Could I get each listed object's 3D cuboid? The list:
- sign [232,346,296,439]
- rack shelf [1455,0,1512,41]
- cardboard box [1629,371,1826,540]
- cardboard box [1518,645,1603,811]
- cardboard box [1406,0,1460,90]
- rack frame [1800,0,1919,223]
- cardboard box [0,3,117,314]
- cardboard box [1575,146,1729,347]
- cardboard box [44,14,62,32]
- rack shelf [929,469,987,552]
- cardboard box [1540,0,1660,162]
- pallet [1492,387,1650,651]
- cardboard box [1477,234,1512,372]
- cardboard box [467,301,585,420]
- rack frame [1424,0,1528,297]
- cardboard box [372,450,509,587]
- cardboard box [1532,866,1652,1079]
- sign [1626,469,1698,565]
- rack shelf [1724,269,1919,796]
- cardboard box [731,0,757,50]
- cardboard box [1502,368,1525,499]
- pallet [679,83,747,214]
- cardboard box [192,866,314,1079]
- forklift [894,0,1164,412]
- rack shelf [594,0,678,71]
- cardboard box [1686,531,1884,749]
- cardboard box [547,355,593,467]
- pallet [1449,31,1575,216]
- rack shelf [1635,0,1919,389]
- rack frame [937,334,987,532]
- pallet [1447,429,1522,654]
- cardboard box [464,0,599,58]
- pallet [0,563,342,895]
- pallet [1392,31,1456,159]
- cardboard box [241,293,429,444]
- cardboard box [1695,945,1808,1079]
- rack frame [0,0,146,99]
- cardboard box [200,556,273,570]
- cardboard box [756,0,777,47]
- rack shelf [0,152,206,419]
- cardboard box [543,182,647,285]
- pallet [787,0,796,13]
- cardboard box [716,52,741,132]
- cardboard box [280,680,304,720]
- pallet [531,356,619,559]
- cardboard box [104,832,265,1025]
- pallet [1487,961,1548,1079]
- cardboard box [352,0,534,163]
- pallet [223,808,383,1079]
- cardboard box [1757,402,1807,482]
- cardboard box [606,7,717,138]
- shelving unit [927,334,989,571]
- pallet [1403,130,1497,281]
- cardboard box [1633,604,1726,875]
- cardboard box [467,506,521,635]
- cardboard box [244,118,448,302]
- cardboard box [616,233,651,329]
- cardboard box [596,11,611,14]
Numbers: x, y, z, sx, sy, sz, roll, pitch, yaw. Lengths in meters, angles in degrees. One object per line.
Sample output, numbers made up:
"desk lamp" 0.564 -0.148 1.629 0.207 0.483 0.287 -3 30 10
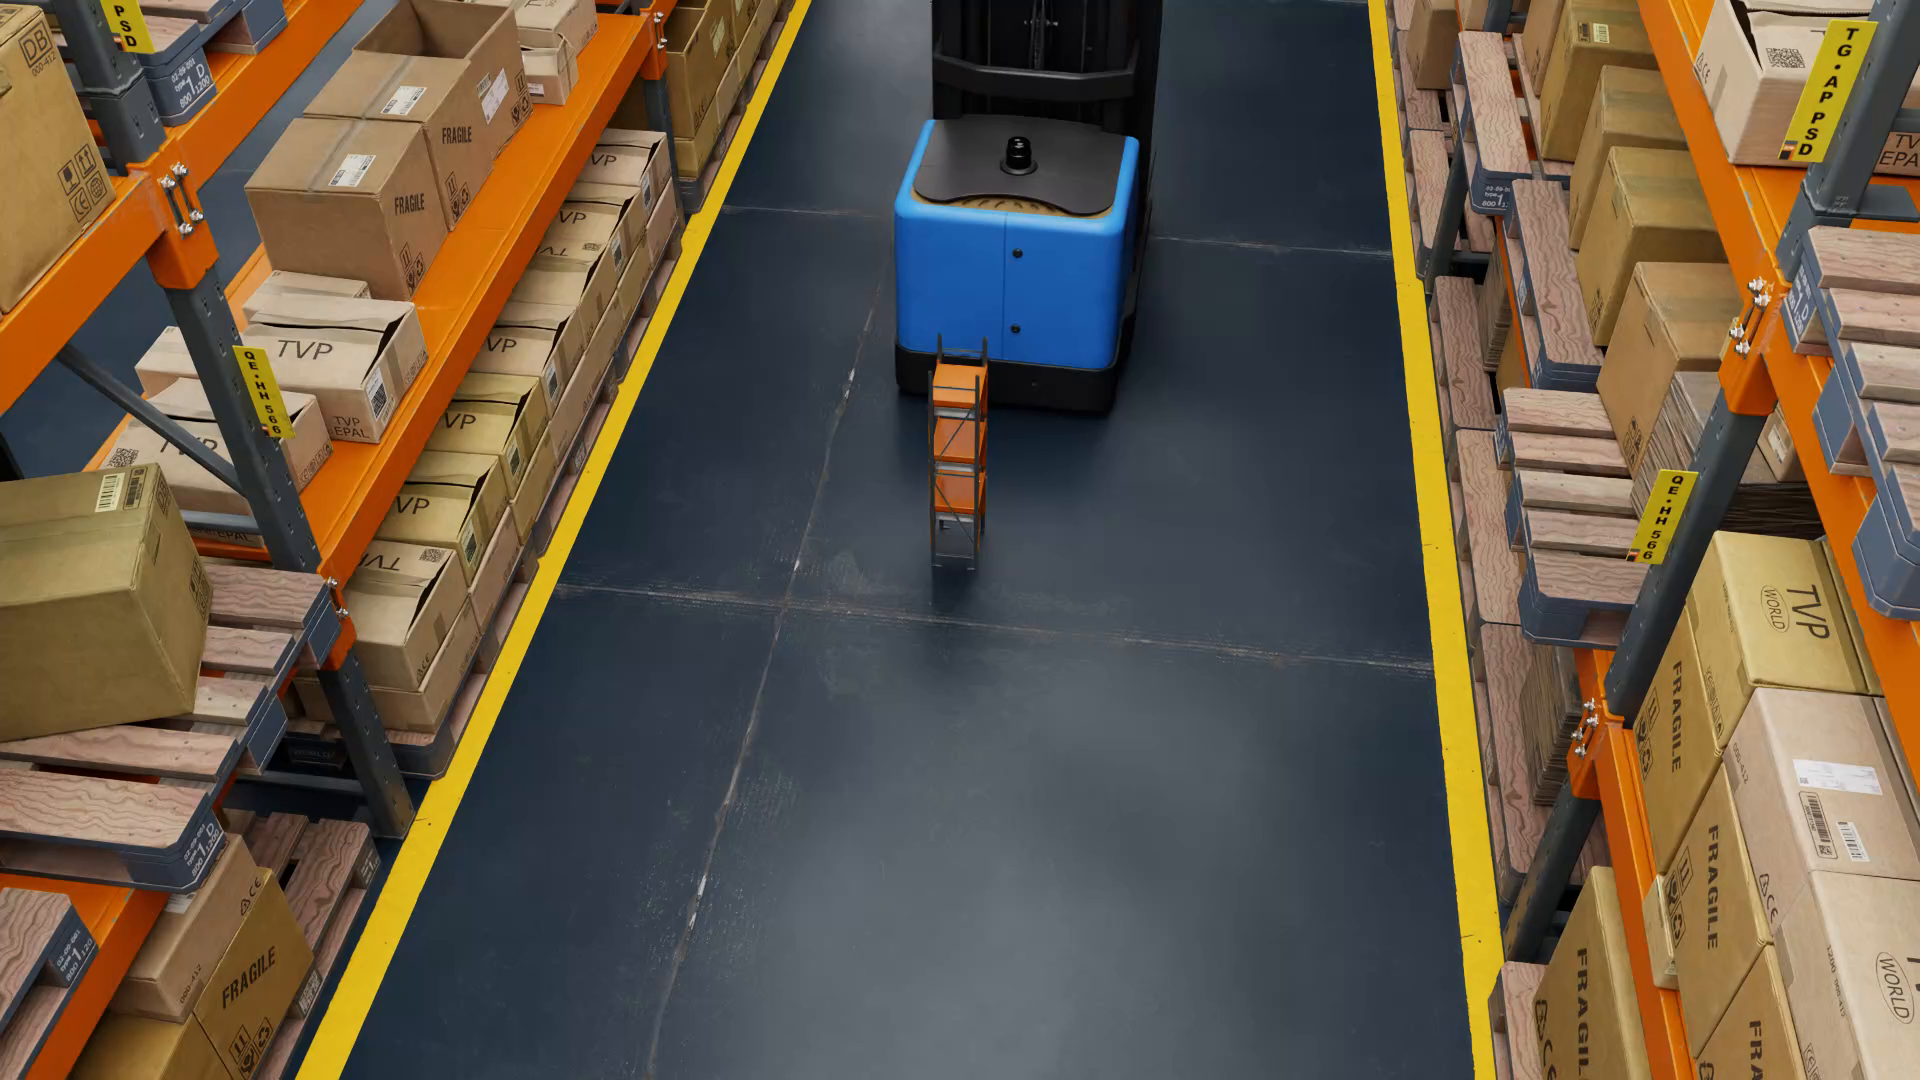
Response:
"sign" -1.988 -0.419 4.749 0.100 0.325 0.005 5 44 6
"rack shelf" 3.177 -3.451 9.258 1.077 0.370 4.000 5 44 6
"cardboard box" 2.436 -0.140 4.846 0.700 0.500 0.500 1 43 1
"cardboard box" 2.427 0.630 5.924 0.700 0.500 0.500 6 44 6
"cardboard box" 3.039 -2.980 9.736 0.700 0.500 0.500 3 44 3
"rack frame" 2.384 -1.801 2.630 1.000 3.000 0.127 5 44 6
"cardboard box" -2.551 -0.896 3.782 0.910 0.500 0.500 5 44 6
"cardboard box" 2.578 -0.991 5.745 0.700 0.500 0.500 5 44 6
"cardboard box" -2.523 -1.572 4.373 0.500 0.250 0.500 2 43 2
"rack shelf" -0.007 -0.135 7.071 0.215 0.259 0.240 5 44 6
"cardboard box" 2.730 -1.821 6.621 0.700 0.500 0.500 9 44 10
"pallet" 2.372 -0.049 5.281 1.213 0.211 1.003 5 44 6
"cardboard box" 2.832 -1.098 7.748 0.700 0.500 0.500 7 44 7
"cardboard box" -1.969 -0.815 7.238 0.500 0.311 0.500 5 44 5
"rack frame" 2.912 -2.349 7.571 1.000 3.000 0.127 5 44 6
"cardboard box" -2.106 -0.117 6.501 0.500 0.311 0.500 4 44 4
"cardboard box" 2.156 1.495 4.770 0.750 0.750 0.750 5 44 5
"sign" 1.844 -0.057 4.367 0.100 0.325 0.005 5 44 6
"rack shelf" 2.119 0.912 2.469 1.077 0.370 4.000 5 44 6
"cardboard box" -1.495 -3.192 9.611 0.500 0.500 0.500 5 44 6
"cardboard box" 2.705 -0.397 7.008 0.700 0.500 0.500 6 44 6
"pallet" -1.852 -2.322 9.571 1.003 0.211 1.213 5 44 6
"cardboard box" -2.418 1.336 5.178 0.500 0.500 0.500 7 44 7
"forklift" 0.450 -2.689 7.980 1.130 2.935 3.031 7 44 7
"rack shelf" -1.734 -3.898 9.731 1.077 0.370 4.000 5 44 6
"cardboard box" 2.064 0.259 3.968 0.500 0.250 0.500 6 44 7
"cardboard box" -1.970 -0.602 7.420 0.500 0.250 0.500 6 44 6
"pallet" 2.667 -1.772 7.101 1.003 0.211 1.213 5 44 6
"rack shelf" 2.648 -1.814 5.348 1.077 0.370 4.000 5 44 6
"rack frame" 0.009 -0.428 6.961 0.200 1.050 0.008 5 44 6
"pallet" 2.652 0.028 7.089 1.003 0.211 1.213 5 44 6
"cardboard box" -2.020 -2.403 7.737 0.500 0.250 0.500 8 44 8
"pallet" -2.547 0.467 4.736 1.213 0.211 1.003 5 44 6
"pallet" 3.125 -2.631 9.897 1.003 0.211 1.213 5 44 6
"cardboard box" -2.217 -0.630 5.821 0.500 0.311 0.500 5 44 5
"cardboard box" 1.921 1.228 3.490 0.500 0.500 0.500 5 44 5
"rack frame" -2.527 -2.249 3.102 1.000 3.000 0.127 5 44 6
"cardboard box" -2.702 0.192 6.174 0.500 0.311 0.500 6 44 7
"cardboard box" -1.434 -3.261 10.229 0.500 0.250 0.500 5 44 6
"rack shelf" -2.792 0.465 2.942 1.077 0.370 4.000 5 44 6
"cardboard box" -1.830 -1.497 7.958 0.500 0.311 0.500 6 44 7
"pallet" -1.529 -3.985 11.327 1.003 0.211 1.213 5 44 6
"cardboard box" -1.565 -2.579 9.509 0.500 0.250 0.500 5 44 6
"cardboard box" -2.699 0.395 6.368 0.500 0.250 0.500 6 44 7
"pallet" -2.216 -0.445 7.588 1.003 0.211 1.213 5 44 6
"cardboard box" -2.421 1.103 4.879 0.500 0.250 0.500 7 44 7
"pallet" 2.205 1.920 5.091 1.003 0.211 1.213 5 44 6
"cardboard box" -2.186 -1.952 7.079 0.500 0.500 0.500 8 44 9
"pallet" -2.663 1.447 5.590 1.003 0.211 1.213 5 44 6
"cardboard box" 2.399 -0.292 4.535 0.380 0.149 0.250 0 43 0
"cardboard box" -1.627 -2.511 8.891 0.500 0.500 0.500 5 44 6
"shelving unit" -0.007 -0.345 6.873 0.215 1.050 0.252 5 44 6
"pallet" 2.966 -1.797 9.017 1.003 0.211 1.213 5 44 6
"cardboard box" 2.066 0.533 4.224 0.500 0.500 0.500 6 44 7
"cardboard box" -2.101 0.103 6.677 0.500 0.250 0.500 4 44 4
"cardboard box" -2.321 -1.252 6.340 0.500 0.500 0.500 3 44 3
"cardboard box" -1.834 -1.297 8.155 0.500 0.250 0.500 5 44 5
"cardboard box" -2.076 -2.899 9.301 0.500 0.500 0.500 5 44 6
